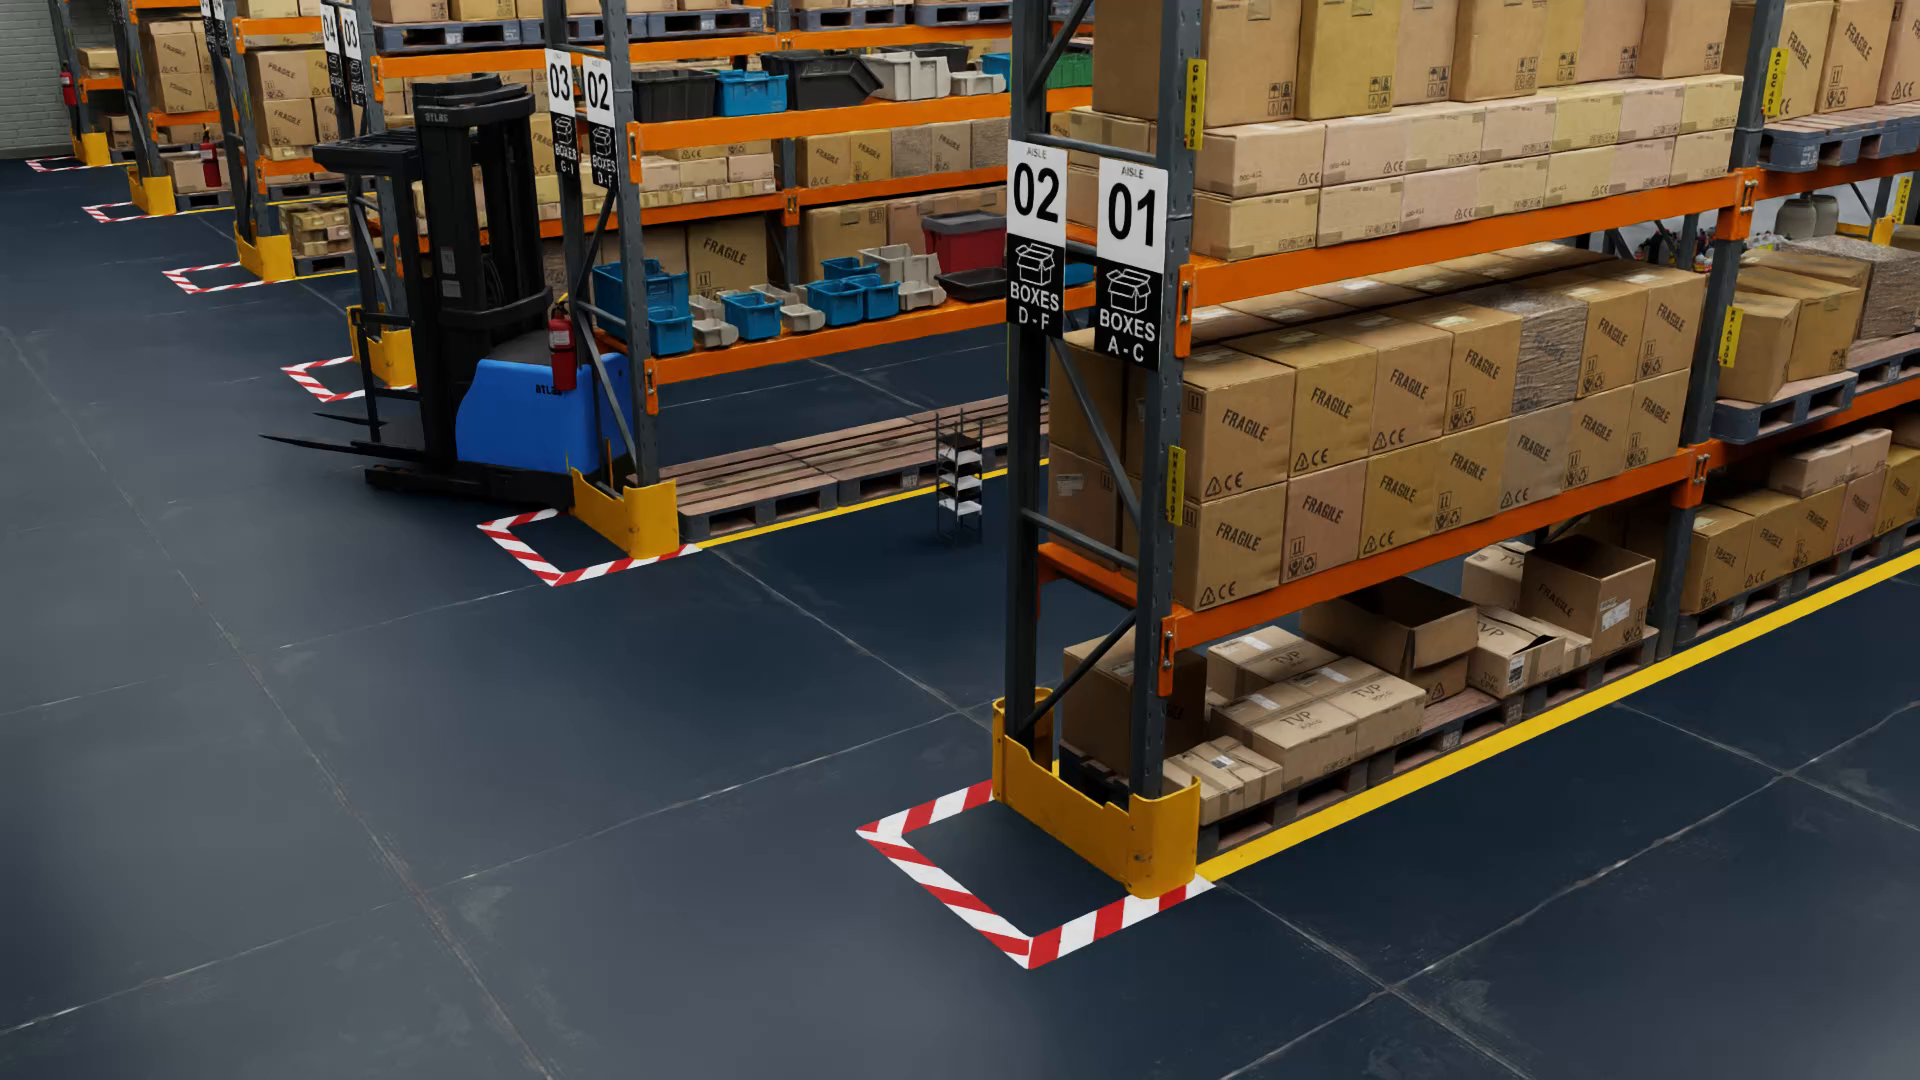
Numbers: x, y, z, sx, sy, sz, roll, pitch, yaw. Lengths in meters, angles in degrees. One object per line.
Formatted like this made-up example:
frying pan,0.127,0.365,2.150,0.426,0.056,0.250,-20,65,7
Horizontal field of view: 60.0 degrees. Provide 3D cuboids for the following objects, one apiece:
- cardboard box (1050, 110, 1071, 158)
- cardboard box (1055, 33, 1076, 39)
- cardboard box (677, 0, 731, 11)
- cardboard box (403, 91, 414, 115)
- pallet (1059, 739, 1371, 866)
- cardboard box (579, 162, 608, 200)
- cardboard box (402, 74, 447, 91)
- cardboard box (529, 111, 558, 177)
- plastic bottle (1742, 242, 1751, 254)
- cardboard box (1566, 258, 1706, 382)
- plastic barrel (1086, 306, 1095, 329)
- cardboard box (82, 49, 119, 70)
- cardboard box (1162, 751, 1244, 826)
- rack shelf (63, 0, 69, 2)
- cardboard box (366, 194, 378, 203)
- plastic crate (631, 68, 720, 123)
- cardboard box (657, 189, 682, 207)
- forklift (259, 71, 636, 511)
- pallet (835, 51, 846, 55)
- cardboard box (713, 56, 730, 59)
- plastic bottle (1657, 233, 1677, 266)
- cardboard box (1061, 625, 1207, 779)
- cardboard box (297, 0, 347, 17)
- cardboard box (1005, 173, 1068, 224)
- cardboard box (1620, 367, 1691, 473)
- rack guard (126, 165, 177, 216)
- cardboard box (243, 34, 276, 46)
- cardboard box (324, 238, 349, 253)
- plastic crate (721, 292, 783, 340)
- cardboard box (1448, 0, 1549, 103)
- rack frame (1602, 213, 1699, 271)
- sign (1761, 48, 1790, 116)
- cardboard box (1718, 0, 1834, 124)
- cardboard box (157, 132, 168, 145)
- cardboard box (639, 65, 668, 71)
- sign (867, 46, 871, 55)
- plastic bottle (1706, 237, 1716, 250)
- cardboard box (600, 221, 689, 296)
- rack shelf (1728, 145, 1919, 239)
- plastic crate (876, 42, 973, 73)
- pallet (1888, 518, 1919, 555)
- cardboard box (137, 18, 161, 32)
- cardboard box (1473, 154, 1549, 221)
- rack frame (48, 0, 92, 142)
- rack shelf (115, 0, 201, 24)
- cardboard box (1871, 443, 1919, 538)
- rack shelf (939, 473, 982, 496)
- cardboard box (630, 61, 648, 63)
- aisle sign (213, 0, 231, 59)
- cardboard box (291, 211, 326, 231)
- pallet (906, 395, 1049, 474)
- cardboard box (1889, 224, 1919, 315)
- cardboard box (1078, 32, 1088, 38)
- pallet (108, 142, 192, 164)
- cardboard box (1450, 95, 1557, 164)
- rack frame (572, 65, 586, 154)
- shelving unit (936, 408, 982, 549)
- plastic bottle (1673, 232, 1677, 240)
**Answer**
cardboard box,1.008,-4.560,18.642,0.500,0.500,0.500,-14,26,-31
cardboard box,1.297,-7.476,24.601,0.500,0.500,0.700,-15,26,-34
cardboard box,-2.583,-5.323,15.804,0.500,0.500,0.700,-17,27,-36
cardboard box,-6.284,-5.014,19.378,0.500,0.500,0.500,-16,27,-34
pallet,1.261,1.124,8.296,1.213,0.211,1.003,-15,26,-33
cardboard box,-3.434,-3.391,15.649,0.500,0.250,0.500,-16,27,-34
cardboard box,-6.272,-5.472,19.177,0.500,0.500,0.500,-16,27,-34
cardboard box,-3.859,-3.625,15.223,0.500,0.500,0.500,-16,27,-34
plastic bottle,8.613,-3.127,18.258,0.133,0.283,0.061,-14,25,-31
cardboard box,3.540,-1.172,8.801,0.500,0.500,0.500,-15,26,-33
plastic barrel,1.361,-1.672,13.804,0.708,0.901,0.600,-15,26,-33
cardboard box,-13.394,-7.523,26.003,0.500,0.250,0.500,-15,26,-33
cardboard box,1.093,1.150,7.719,0.250,0.149,0.380,-15,26,-33
rack shelf,-12.296,-8.929,26.649,4.000,0.370,1.077,-15,26,-33
cardboard box,-6.956,-4.059,19.998,0.250,0.149,0.380,-14,26,-31
plastic crate,-1.862,-2.805,10.508,0.590,0.269,0.497,-15,26,-33
cardboard box,-2.874,-3.325,16.021,0.250,0.149,0.380,-14,26,-32
forklift,-3.876,-1.889,12.176,3.031,2.935,1.130,8,23,19
pallet,-1.982,-8.331,28.487,1.213,0.211,1.003,-15,26,-33
cardboard box,-3.902,-7.820,26.719,0.250,0.149,0.380,-17,27,-36
plastic bottle,7.842,-3.227,18.418,0.185,0.351,0.144,-15,26,-33
cardboard box,0.850,0.783,8.167,0.500,0.500,0.500,-15,26,-33
cardboard box,-7.101,-5.934,18.375,0.500,0.250,0.500,-14,26,-31
cardboard box,0.692,-3.760,19.072,0.875,0.875,1.225,-16,27,-35
cardboard box,3.544,-0.709,8.991,0.500,0.500,0.500,-14,26,-32
rack guard,-11.037,-4.779,22.697,0.348,0.500,1.175,-15,26,-33
cardboard box,-9.633,-6.701,22.659,0.500,0.500,0.500,-15,26,-33
cardboard box,-7.267,-3.447,19.267,0.250,0.149,0.380,-15,26,-33
plastic crate,-1.410,-1.520,11.304,0.300,0.233,0.416,-15,26,-33
cardboard box,2.219,-2.306,7.596,0.500,0.500,0.700,-15,26,-33
rack frame,7.404,-4.071,17.550,0.127,3.000,1.000,-15,26,-33
sign,4.123,-2.320,8.418,0.005,0.325,0.100,-15,26,-33
cardboard box,4.252,-2.616,9.021,0.600,0.600,0.600,-18,28,-38
cardboard box,-13.000,-6.492,26.899,0.250,0.149,0.380,-16,27,-35
cardboard box,-3.944,-6.014,21.390,0.250,0.149,0.380,-15,26,-33
sign,-1.226,-6.549,22.305,0.005,0.325,0.100,-15,26,-33
plastic bottle,8.217,-3.138,18.193,0.185,0.351,0.144,-15,26,-33
cardboard box,-3.296,-2.724,16.475,0.875,0.875,0.875,-15,26,-33
rack shelf,5.423,-2.340,10.137,4.000,0.370,1.077,-15,26,-33
plastic crate,-0.259,-3.485,12.212,0.590,0.269,0.497,-15,26,-33
pallet,6.419,-0.268,11.784,1.213,0.211,1.003,-15,26,-33
cardboard box,-10.843,-6.895,22.268,0.250,0.149,0.380,-15,26,-32
cardboard box,2.339,-1.664,7.673,0.500,0.250,0.500,-15,26,-33
rack frame,-13.919,-7.437,25.987,0.127,3.000,1.000,-15,26,-33
rack shelf,-9.394,-7.437,22.909,4.000,0.370,1.077,-15,26,-33
cardboard box,6.004,-0.372,11.061,0.500,0.500,0.500,-16,27,-35
rack shelf,-0.007,-0.385,11.238,0.200,0.077,0.258,-15,26,-33
cardboard box,-5.182,-7.545,25.786,0.500,0.250,0.500,-16,27,-34
aisle sign,-7.928,-5.579,17.822,0.004,0.787,0.394,-15,26,-33
cardboard box,-7.421,-3.636,18.938,0.250,0.149,0.380,-16,27,-35
pallet,0.336,-0.873,13.299,1.213,0.211,1.003,-15,26,-33
cardboard box,6.601,-1.785,11.121,0.700,0.500,0.500,14,26,32
cardboard box,2.016,-7.716,25.025,0.550,0.550,0.875,-15,26,-33
pallet,-13.211,-6.331,26.978,1.213,0.211,1.003,-15,26,-33
cardboard box,2.342,-1.894,7.576,0.500,0.250,0.500,-15,26,-33
rack frame,-4.797,-5.343,20.739,0.127,3.000,1.000,-15,26,-33
shelving unit,-0.007,-0.416,11.225,0.210,0.900,0.258,-15,26,-33
plastic bottle,8.022,-3.329,18.763,0.133,0.283,0.061,-13,25,-29
